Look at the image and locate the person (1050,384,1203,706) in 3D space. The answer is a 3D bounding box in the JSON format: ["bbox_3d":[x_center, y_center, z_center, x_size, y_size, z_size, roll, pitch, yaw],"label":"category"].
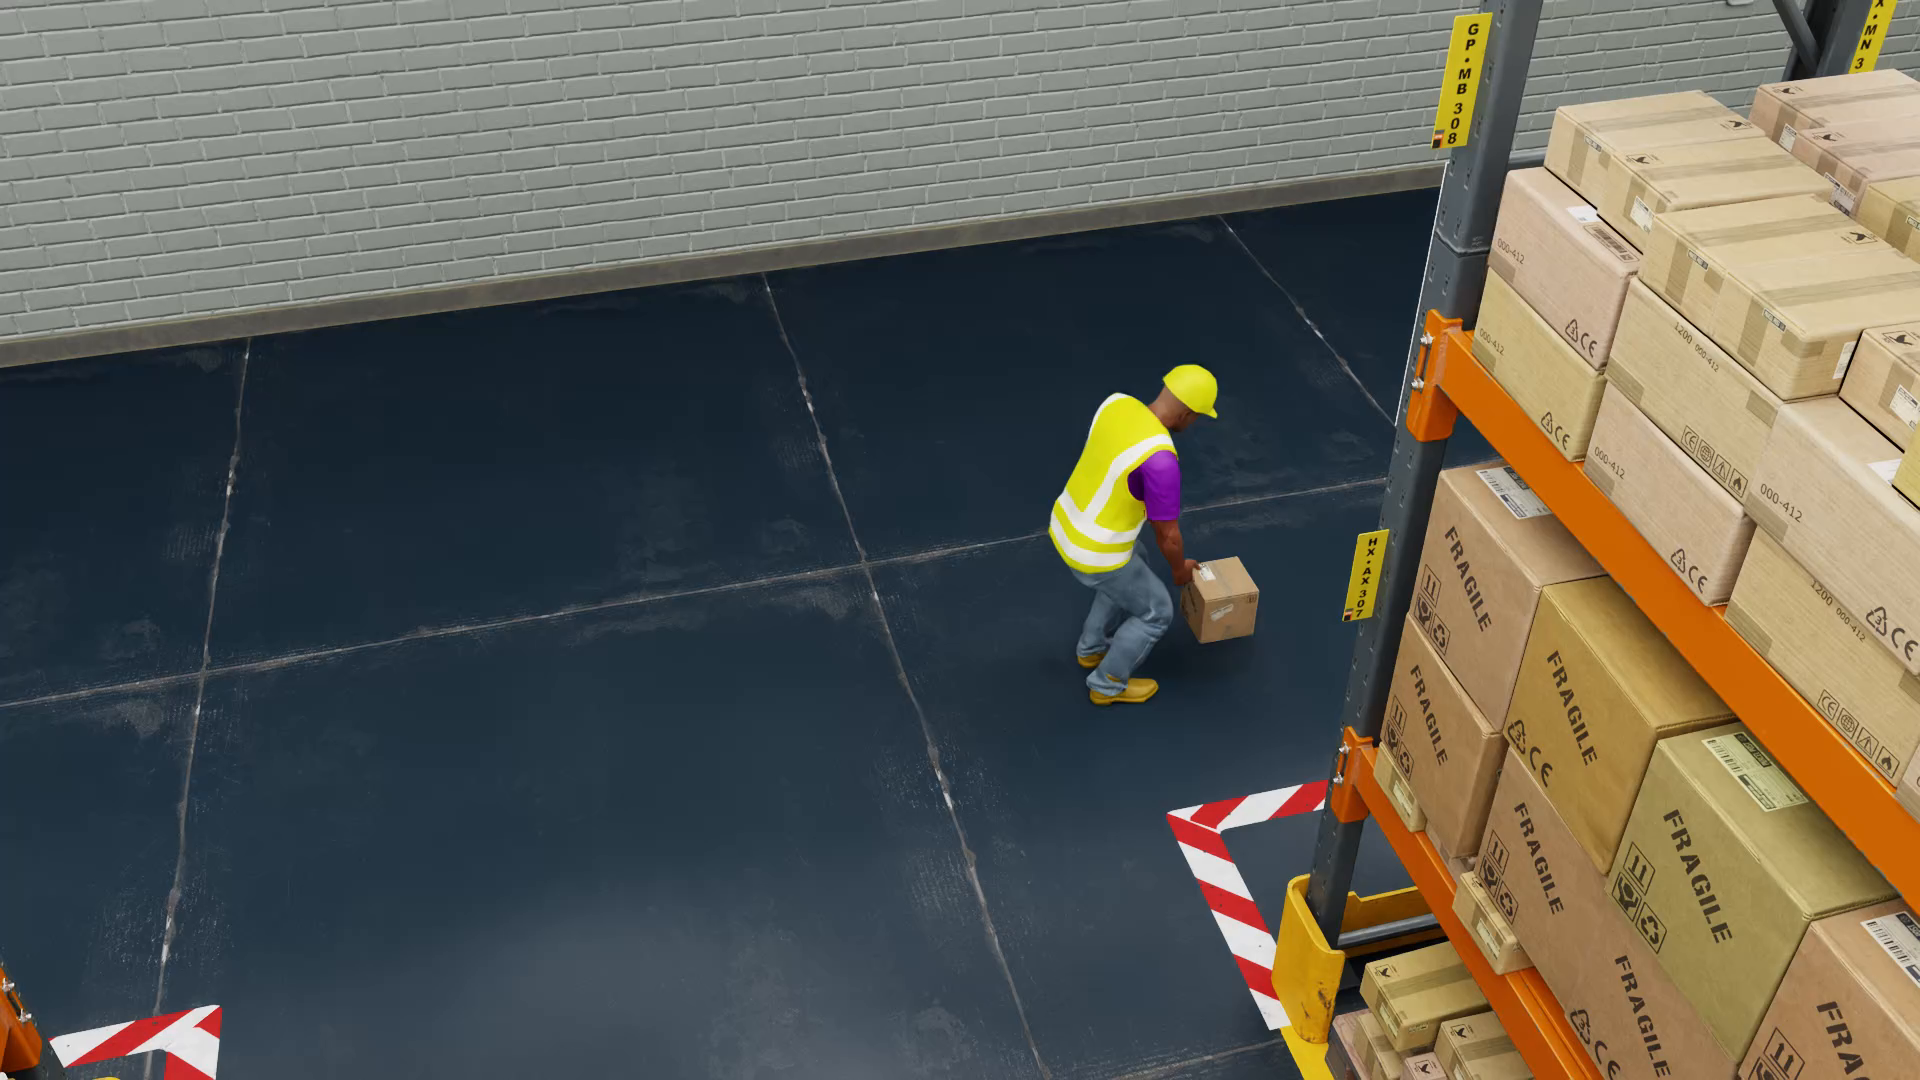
[{"bbox_3d":[0.691,-0.021,6.931,0.632,1.511,0.625,-9,39,-11],"label":"person"}]
